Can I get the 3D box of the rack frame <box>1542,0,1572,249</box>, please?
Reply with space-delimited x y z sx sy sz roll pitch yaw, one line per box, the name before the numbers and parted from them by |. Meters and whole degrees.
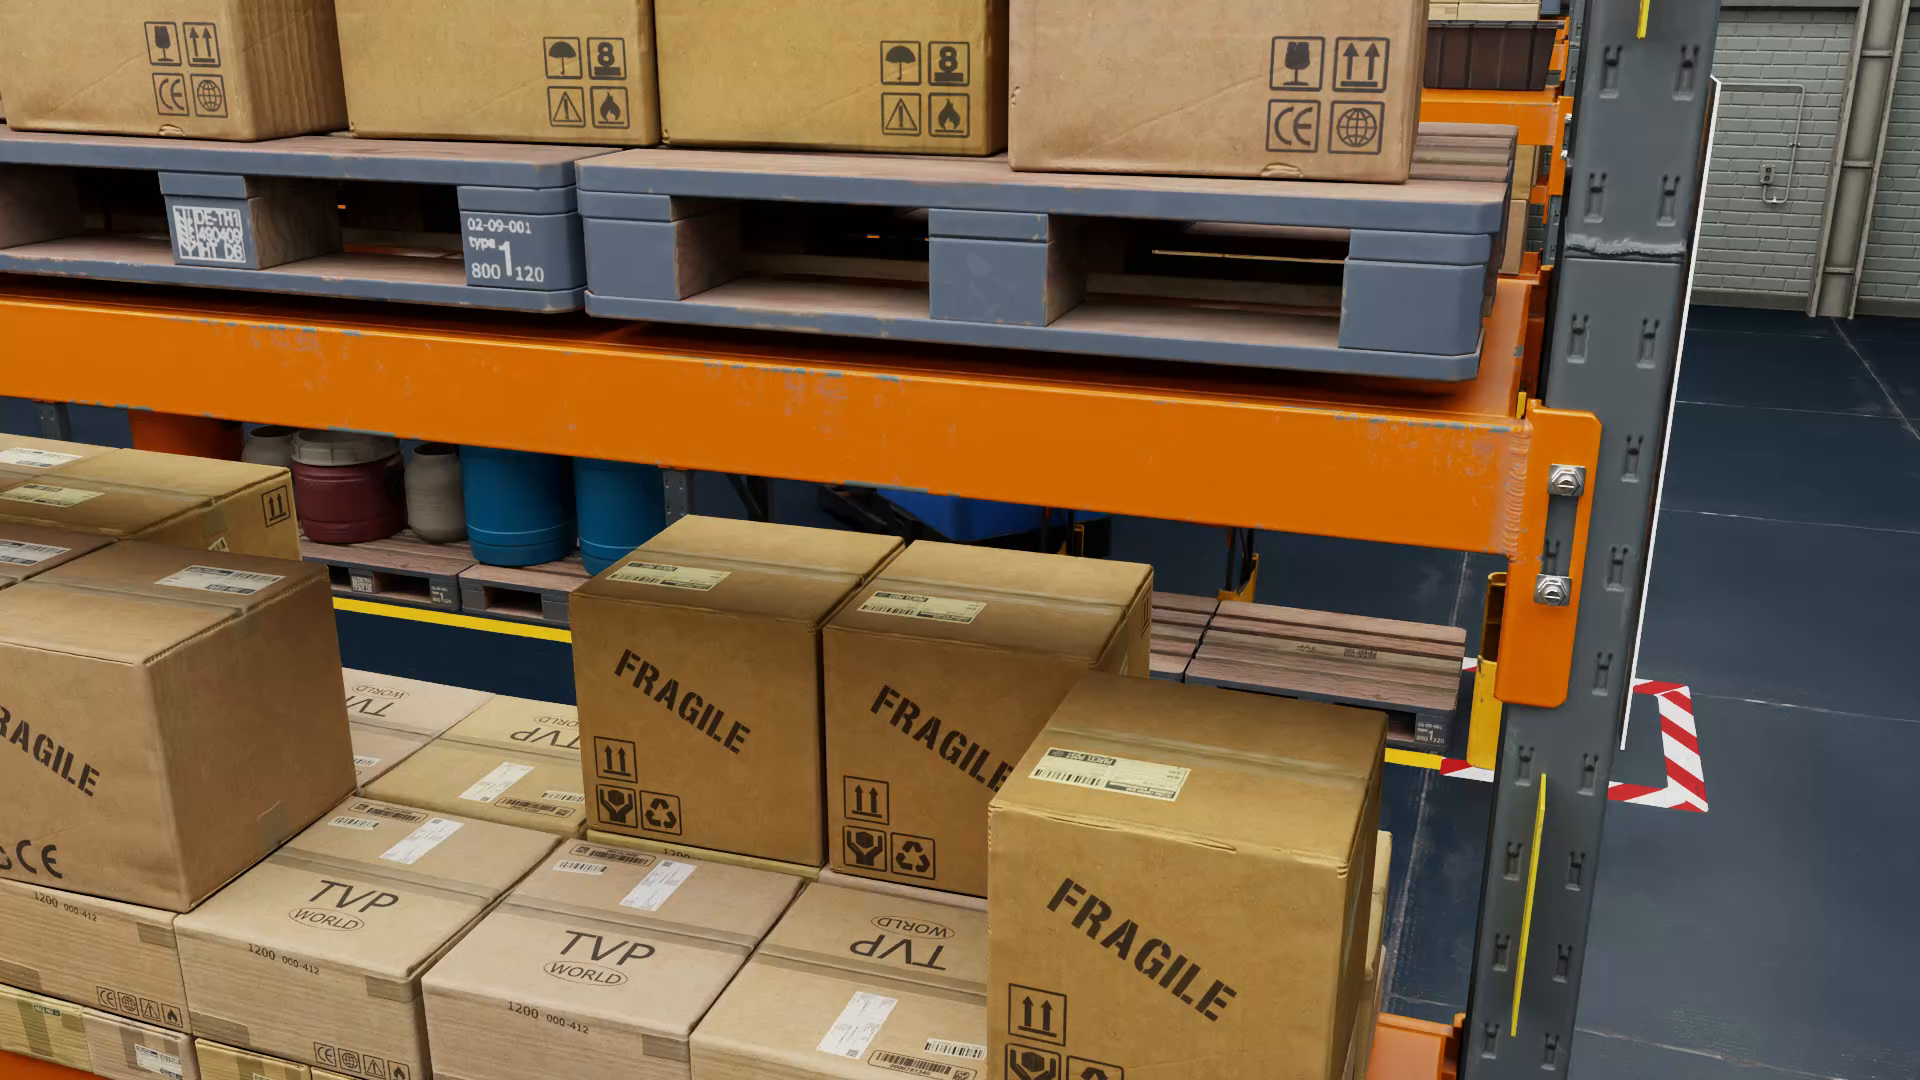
rack frame | 5.781 -3.671 16.050 0.127 3.000 1.000 7 20 18

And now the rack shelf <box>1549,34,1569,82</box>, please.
rack shelf | 2.269 -3.423 11.875 4.000 0.370 1.077 7 20 18

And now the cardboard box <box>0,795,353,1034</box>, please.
cardboard box | -1.557 0.689 3.317 0.500 0.250 0.500 7 20 19

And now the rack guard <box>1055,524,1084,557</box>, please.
rack guard | 0.553 0.126 9.196 0.087 0.250 0.587 10 23 20

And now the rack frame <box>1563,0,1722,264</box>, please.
rack frame | 0.904 -1.883 1.808 0.127 3.000 1.000 7 20 18

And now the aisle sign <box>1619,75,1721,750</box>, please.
aisle sign | 0.874 -0.177 2.077 0.004 0.787 0.394 7 20 18

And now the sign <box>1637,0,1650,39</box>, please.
sign | 0.713 -0.680 1.689 0.005 0.325 0.100 7 20 18

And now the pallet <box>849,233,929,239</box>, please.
pallet | -0.339 -2.592 13.246 1.213 0.211 1.003 7 20 18

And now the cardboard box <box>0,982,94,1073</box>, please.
cardboard box | -1.716 0.884 3.366 0.250 0.149 0.380 6 20 17

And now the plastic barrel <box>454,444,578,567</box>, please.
plastic barrel | -2.426 -0.371 9.132 0.708 0.901 0.600 7 20 18

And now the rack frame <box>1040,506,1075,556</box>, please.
rack frame | 0.550 -0.458 8.974 0.032 1.500 0.500 10 23 20

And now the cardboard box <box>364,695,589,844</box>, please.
cardboard box | -0.922 0.580 3.631 0.500 0.250 0.500 6 20 17

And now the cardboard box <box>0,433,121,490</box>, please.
cardboard box | -2.352 0.060 3.983 0.500 0.500 0.500 7 20 20

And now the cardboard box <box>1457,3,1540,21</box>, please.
cardboard box | 3.587 -3.449 11.085 0.500 0.250 0.500 7 20 18

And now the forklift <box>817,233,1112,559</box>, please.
forklift | -0.257 -1.591 10.188 1.130 2.935 3.031 -10 22 -26

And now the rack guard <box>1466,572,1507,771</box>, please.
rack guard | 2.557 0.588 7.629 0.348 0.500 1.175 7 20 18

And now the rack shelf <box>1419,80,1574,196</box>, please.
rack shelf | 0.640 -1.883 7.457 4.000 0.370 1.077 7 20 18

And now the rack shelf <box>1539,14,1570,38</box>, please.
rack shelf | 3.891 -4.964 16.294 4.000 0.370 1.077 7 20 18

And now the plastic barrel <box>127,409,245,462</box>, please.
plastic barrel | -4.560 -0.581 9.844 0.708 0.830 0.600 7 20 18

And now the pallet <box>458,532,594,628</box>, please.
pallet | -1.964 0.198 9.188 1.213 0.211 1.003 7 20 18

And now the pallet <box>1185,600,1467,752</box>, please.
pallet | 1.763 0.625 7.962 1.213 0.211 1.003 7 20 18

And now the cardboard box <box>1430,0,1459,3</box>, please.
cardboard box | 3.117 -3.742 11.165 0.500 0.250 0.500 7 20 18

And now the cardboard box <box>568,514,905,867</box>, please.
cardboard box | -0.424 0.282 3.347 0.500 0.500 0.500 6 20 17

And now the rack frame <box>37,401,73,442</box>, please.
rack frame | -5.027 -1.455 9.692 0.127 3.000 1.000 7 20 18

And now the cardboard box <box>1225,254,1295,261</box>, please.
cardboard box | 2.210 -2.306 11.983 0.500 0.500 0.500 6 20 17

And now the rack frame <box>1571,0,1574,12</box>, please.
rack frame | 4.159 -4.963 10.643 0.127 3.000 1.000 7 20 18

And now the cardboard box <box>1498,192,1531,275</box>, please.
cardboard box | 3.646 -2.141 11.510 0.500 0.500 0.500 7 20 20

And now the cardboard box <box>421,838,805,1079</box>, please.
cardboard box | -0.601 0.800 2.999 0.500 0.250 0.500 6 20 16

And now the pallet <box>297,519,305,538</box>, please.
pallet | -4.269 -0.066 9.944 1.213 0.211 1.003 7 20 18

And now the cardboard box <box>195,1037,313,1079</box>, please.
cardboard box | -1.231 0.939 3.206 0.250 0.149 0.380 6 20 16

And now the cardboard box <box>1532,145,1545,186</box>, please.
cardboard box | 5.296 -3.864 16.150 0.700 0.700 0.980 7 21 21

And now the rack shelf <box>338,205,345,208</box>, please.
rack shelf | -5.288 -2.871 14.847 4.000 0.370 1.077 7 20 18

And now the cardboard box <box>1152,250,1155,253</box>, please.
cardboard box | 1.257 -2.415 12.296 0.500 0.500 0.500 7 20 19

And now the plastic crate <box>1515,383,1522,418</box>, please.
plastic crate | 2.152 -0.614 7.134 0.499 0.435 0.616 7 20 18

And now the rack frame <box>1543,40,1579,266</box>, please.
rack frame | 2.530 -0.590 7.213 0.127 3.000 1.000 7 20 18

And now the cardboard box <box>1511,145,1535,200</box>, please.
cardboard box | 3.648 -2.612 11.342 0.500 0.500 0.500 6 20 18

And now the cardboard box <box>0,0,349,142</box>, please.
cardboard box | -1.162 -0.966 2.791 0.500 0.500 0.700 7 21 20

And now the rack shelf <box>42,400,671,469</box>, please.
rack shelf | -3.138 -0.899 9.191 4.000 0.370 1.077 7 20 18

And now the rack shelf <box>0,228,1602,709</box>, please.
rack shelf | -0.985 -0.343 3.039 4.000 0.370 1.077 7 20 18

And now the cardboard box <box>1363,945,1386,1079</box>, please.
cardboard box | 0.677 0.927 3.241 0.250 0.149 0.380 7 20 19

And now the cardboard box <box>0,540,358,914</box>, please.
cardboard box | -1.550 0.335 3.194 0.500 0.500 0.500 6 20 16

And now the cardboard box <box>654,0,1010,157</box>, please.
cardboard box | -0.097 -0.897 2.595 0.500 0.500 0.700 6 20 16

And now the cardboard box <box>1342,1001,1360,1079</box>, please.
cardboard box | 0.359 0.910 2.684 0.500 0.250 0.500 6 20 17

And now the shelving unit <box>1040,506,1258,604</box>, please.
shelving unit | 1.029 -0.376 8.796 1.083 1.500 0.587 10 23 20

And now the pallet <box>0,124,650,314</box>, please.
pallet | -0.956 -0.633 2.913 1.213 0.211 1.003 7 20 18

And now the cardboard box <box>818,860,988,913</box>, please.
cardboard box | 0.046 0.690 3.316 0.500 0.250 0.500 6 20 17

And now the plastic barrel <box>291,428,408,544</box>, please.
plastic barrel | -3.493 -0.345 9.533 0.708 0.588 0.600 7 20 18
